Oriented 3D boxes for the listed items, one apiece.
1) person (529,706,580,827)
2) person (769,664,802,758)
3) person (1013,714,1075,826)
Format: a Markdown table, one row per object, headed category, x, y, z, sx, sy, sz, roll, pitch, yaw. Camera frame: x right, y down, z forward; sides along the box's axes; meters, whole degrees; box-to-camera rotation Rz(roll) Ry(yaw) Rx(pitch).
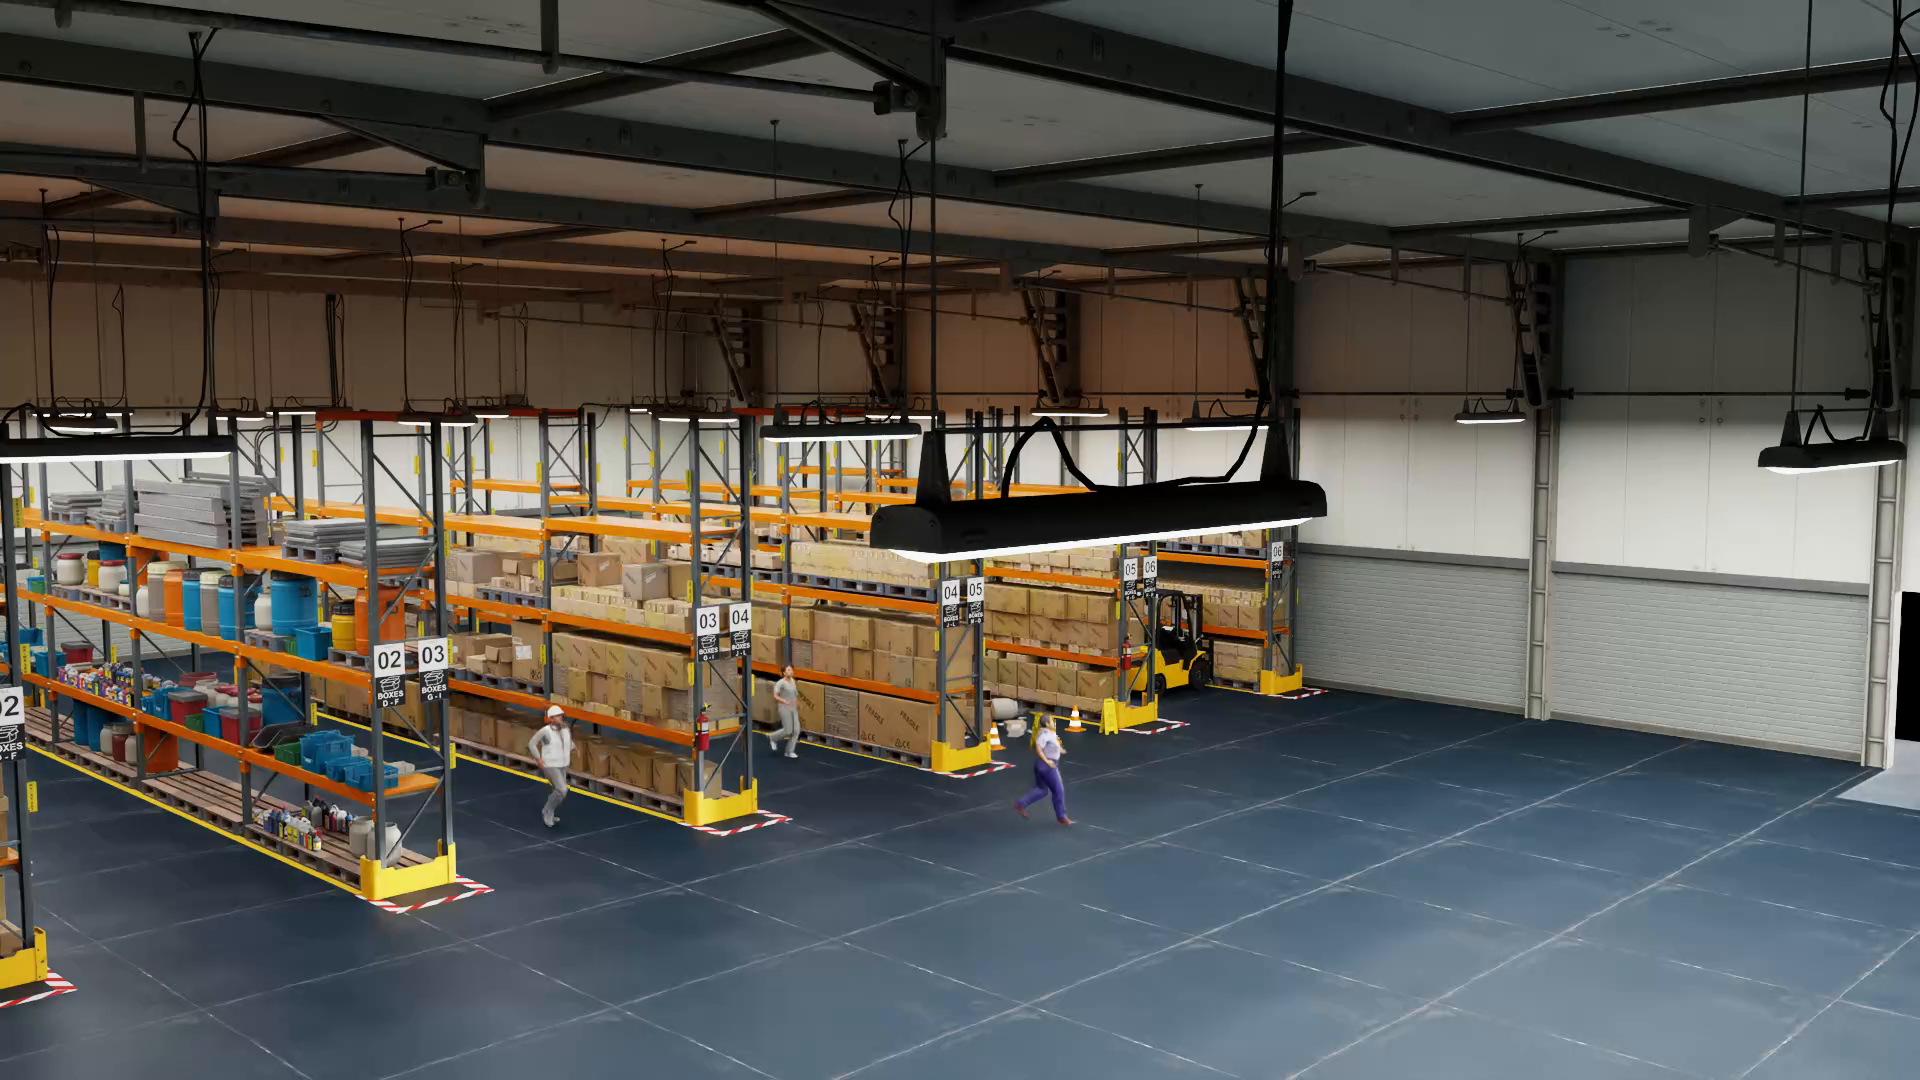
| category | x | y | z | sx | sy | sz | roll | pitch | yaw |
| --- | --- | --- | --- | --- | --- | --- | --- | --- | --- |
| person | -5.885 | 3.298 | 24.333 | 0.677 | 1.759 | 0.661 | 3 | 6 | 30 |
| person | -3.029 | 2.955 | 28.936 | 0.639 | 1.628 | 0.563 | 4 | 6 | 38 |
| person | 1.236 | 3.374 | 24.317 | 0.919 | 1.638 | 0.607 | -1 | 5 | -12 |
